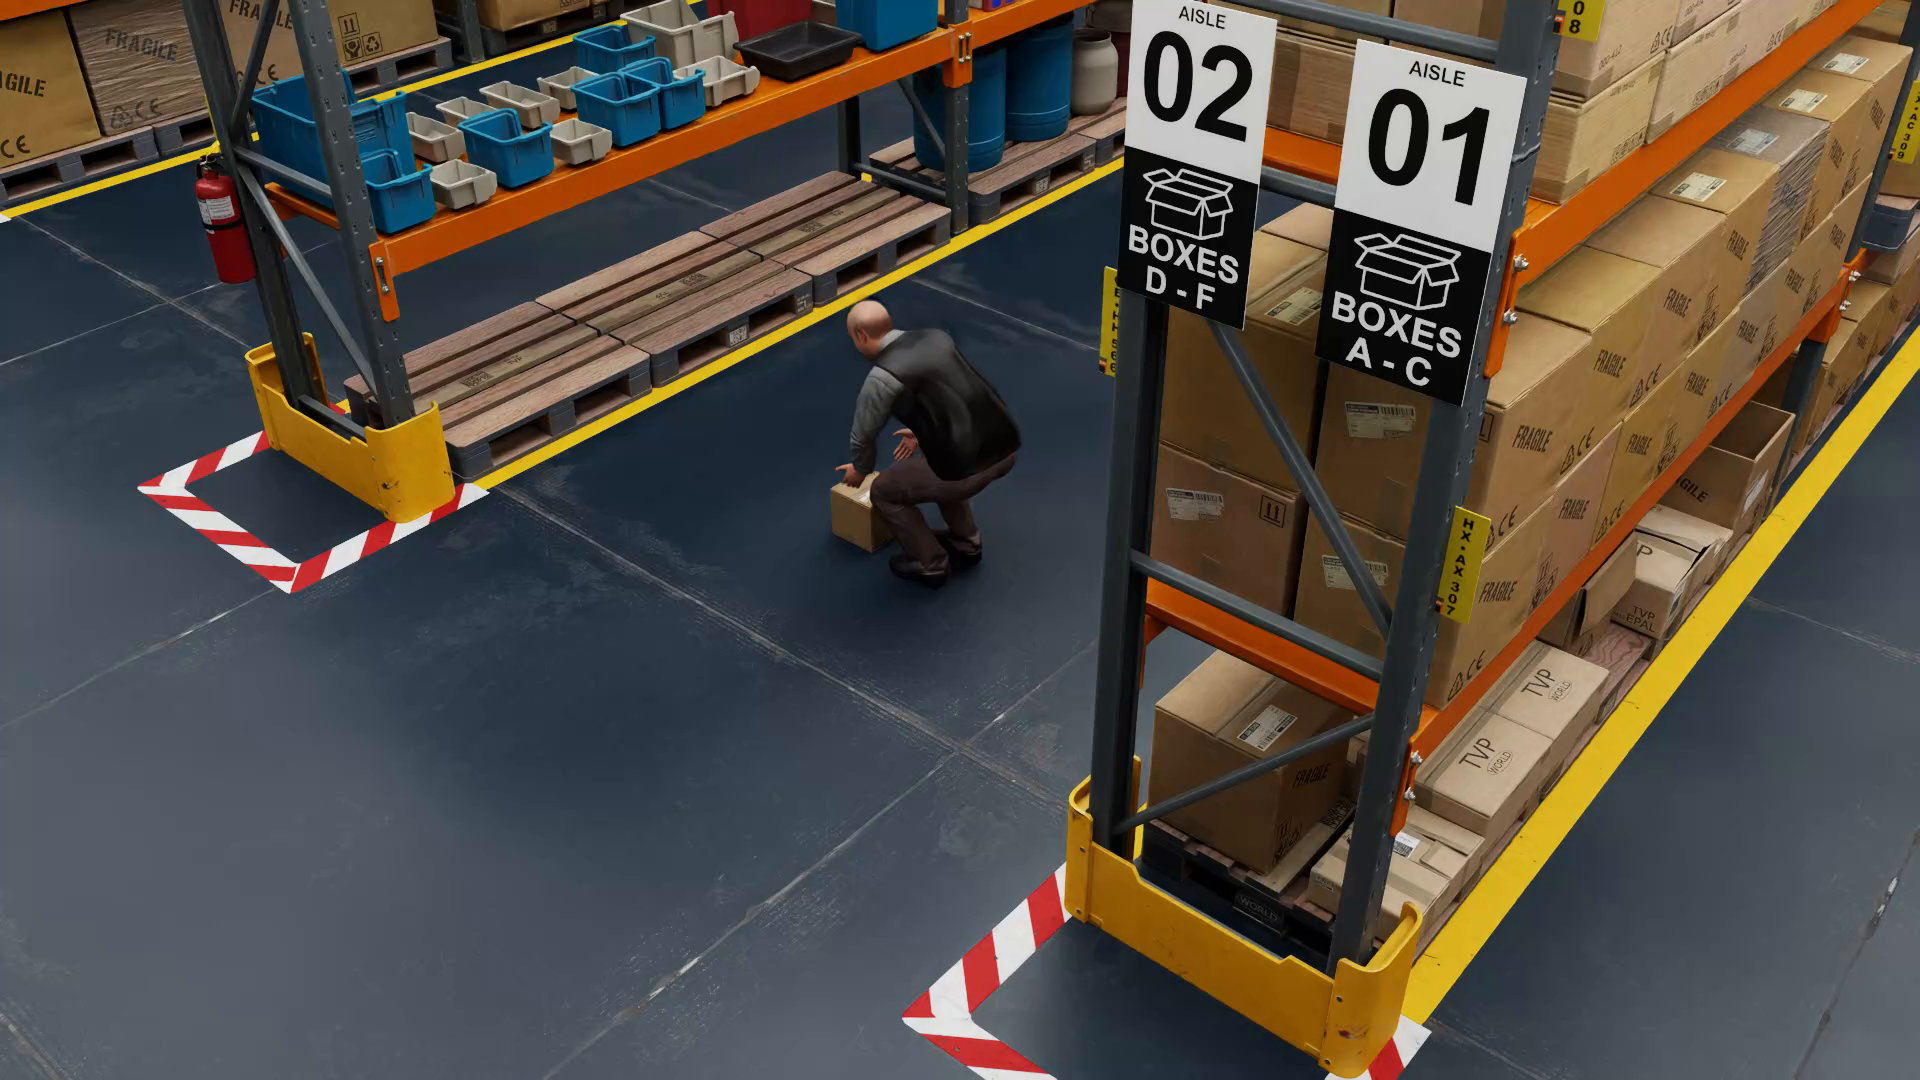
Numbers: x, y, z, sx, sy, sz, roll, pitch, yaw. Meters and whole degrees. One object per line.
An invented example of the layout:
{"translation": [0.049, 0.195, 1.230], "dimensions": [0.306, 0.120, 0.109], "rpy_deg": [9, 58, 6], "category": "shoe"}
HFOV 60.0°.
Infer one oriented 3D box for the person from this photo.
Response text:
{"translation": [-0.170, -0.330, 7.226], "dimensions": [0.842, 1.058, 0.554], "rpy_deg": [25, 42, 32], "category": "person"}
